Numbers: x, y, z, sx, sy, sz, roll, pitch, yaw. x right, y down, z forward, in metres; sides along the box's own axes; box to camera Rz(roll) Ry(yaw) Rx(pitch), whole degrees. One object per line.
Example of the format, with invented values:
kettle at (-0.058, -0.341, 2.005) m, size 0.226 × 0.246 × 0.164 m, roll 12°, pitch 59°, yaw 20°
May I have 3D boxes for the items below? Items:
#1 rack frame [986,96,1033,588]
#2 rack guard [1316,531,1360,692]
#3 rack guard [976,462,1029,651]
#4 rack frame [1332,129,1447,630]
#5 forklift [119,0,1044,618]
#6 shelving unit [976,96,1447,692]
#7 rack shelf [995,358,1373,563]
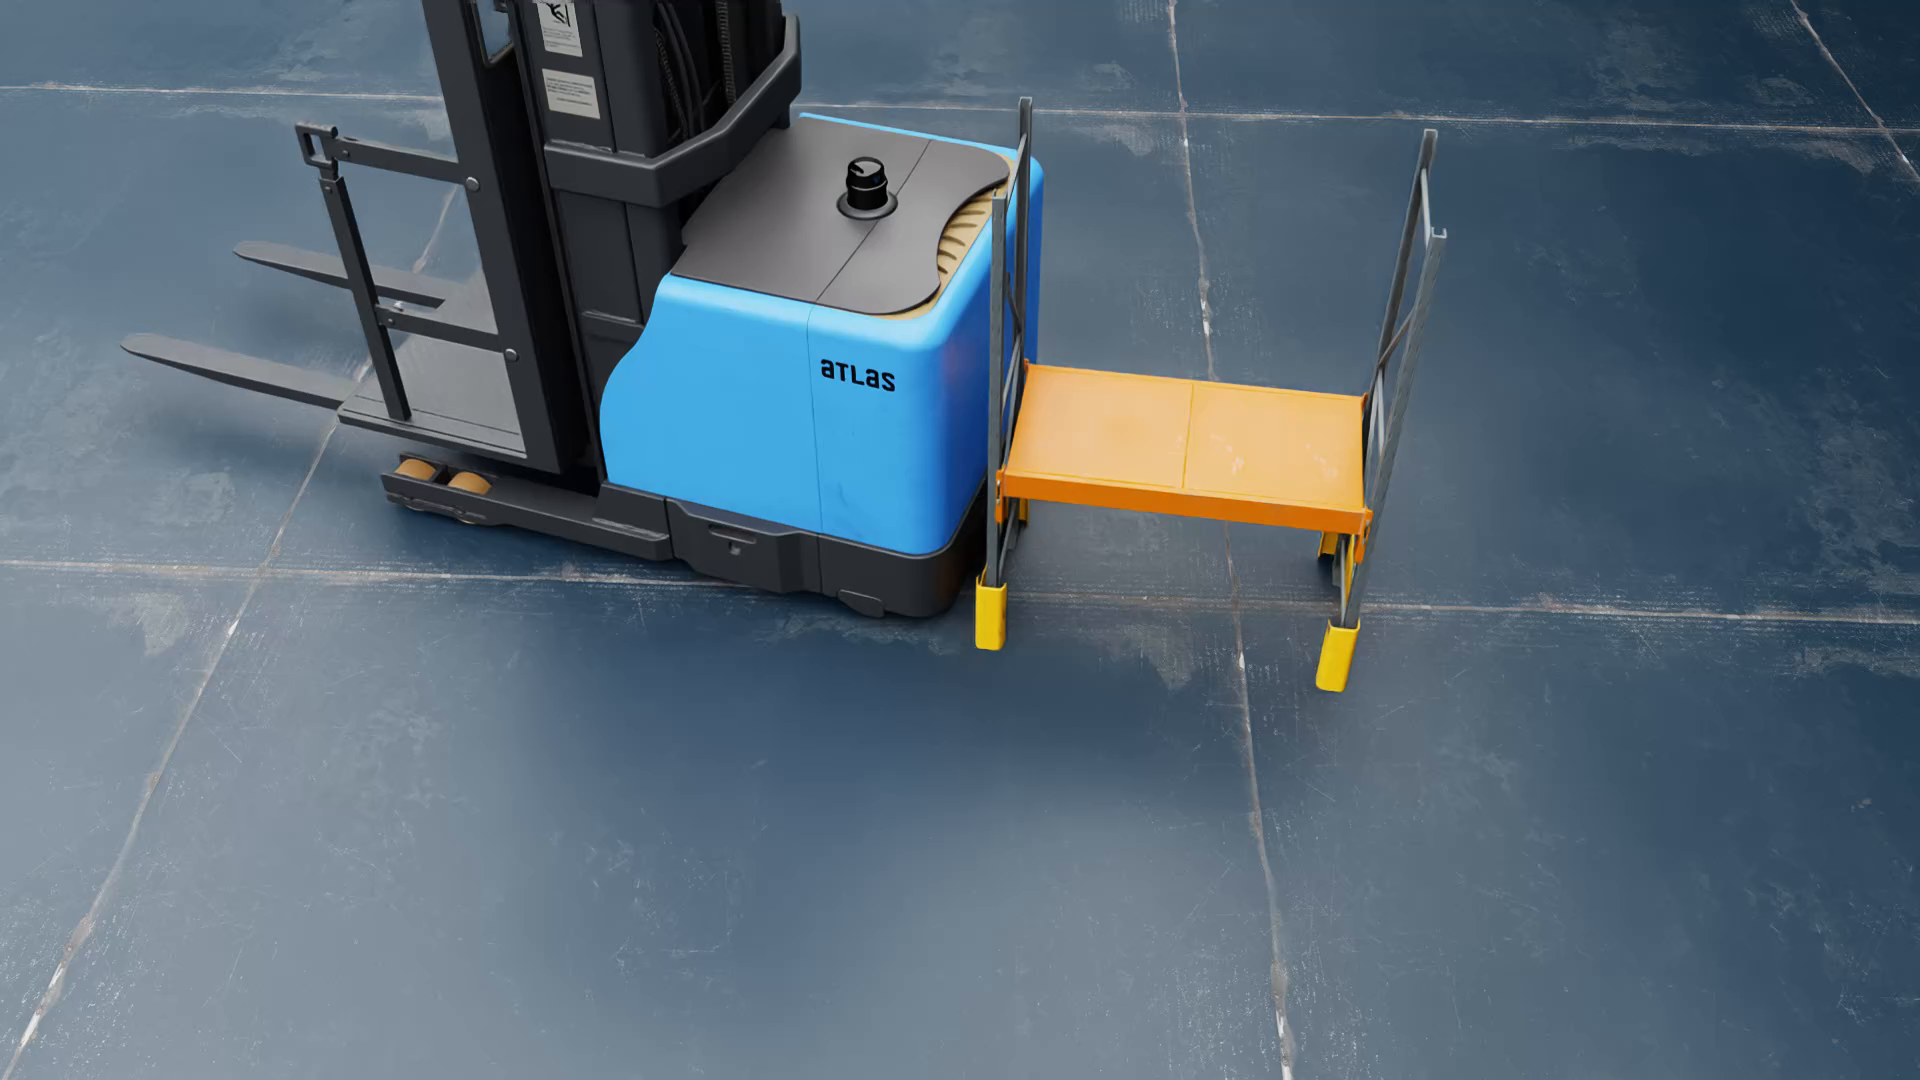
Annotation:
rack frame at (0.131, -0.423, 4.603) m, size 0.032 × 1.500 × 0.500 m, roll 6°, pitch 43°, yaw 7°
rack guard at (1.115, 0.146, 4.910) m, size 0.087 × 0.250 × 0.587 m, roll 6°, pitch 43°, yaw 7°
rack guard at (0.132, 0.035, 5.029) m, size 0.087 × 0.250 × 0.587 m, roll 6°, pitch 43°, yaw 7°
rack frame at (1.134, -0.309, 4.481) m, size 0.032 × 1.500 × 0.500 m, roll 6°, pitch 43°, yaw 7°
forklift at (-1.313, -1.448, 4.654) m, size 3.031 × 2.935 × 1.130 m, roll 13°, pitch 45°, yaw 14°
shelving unit at (0.624, -0.367, 4.543) m, size 1.083 × 1.500 × 0.587 m, roll 6°, pitch 43°, yaw 7°
rack shelf at (0.632, -0.234, 4.665) m, size 1.000 × 0.185 × 0.538 m, roll 6°, pitch 43°, yaw 7°
